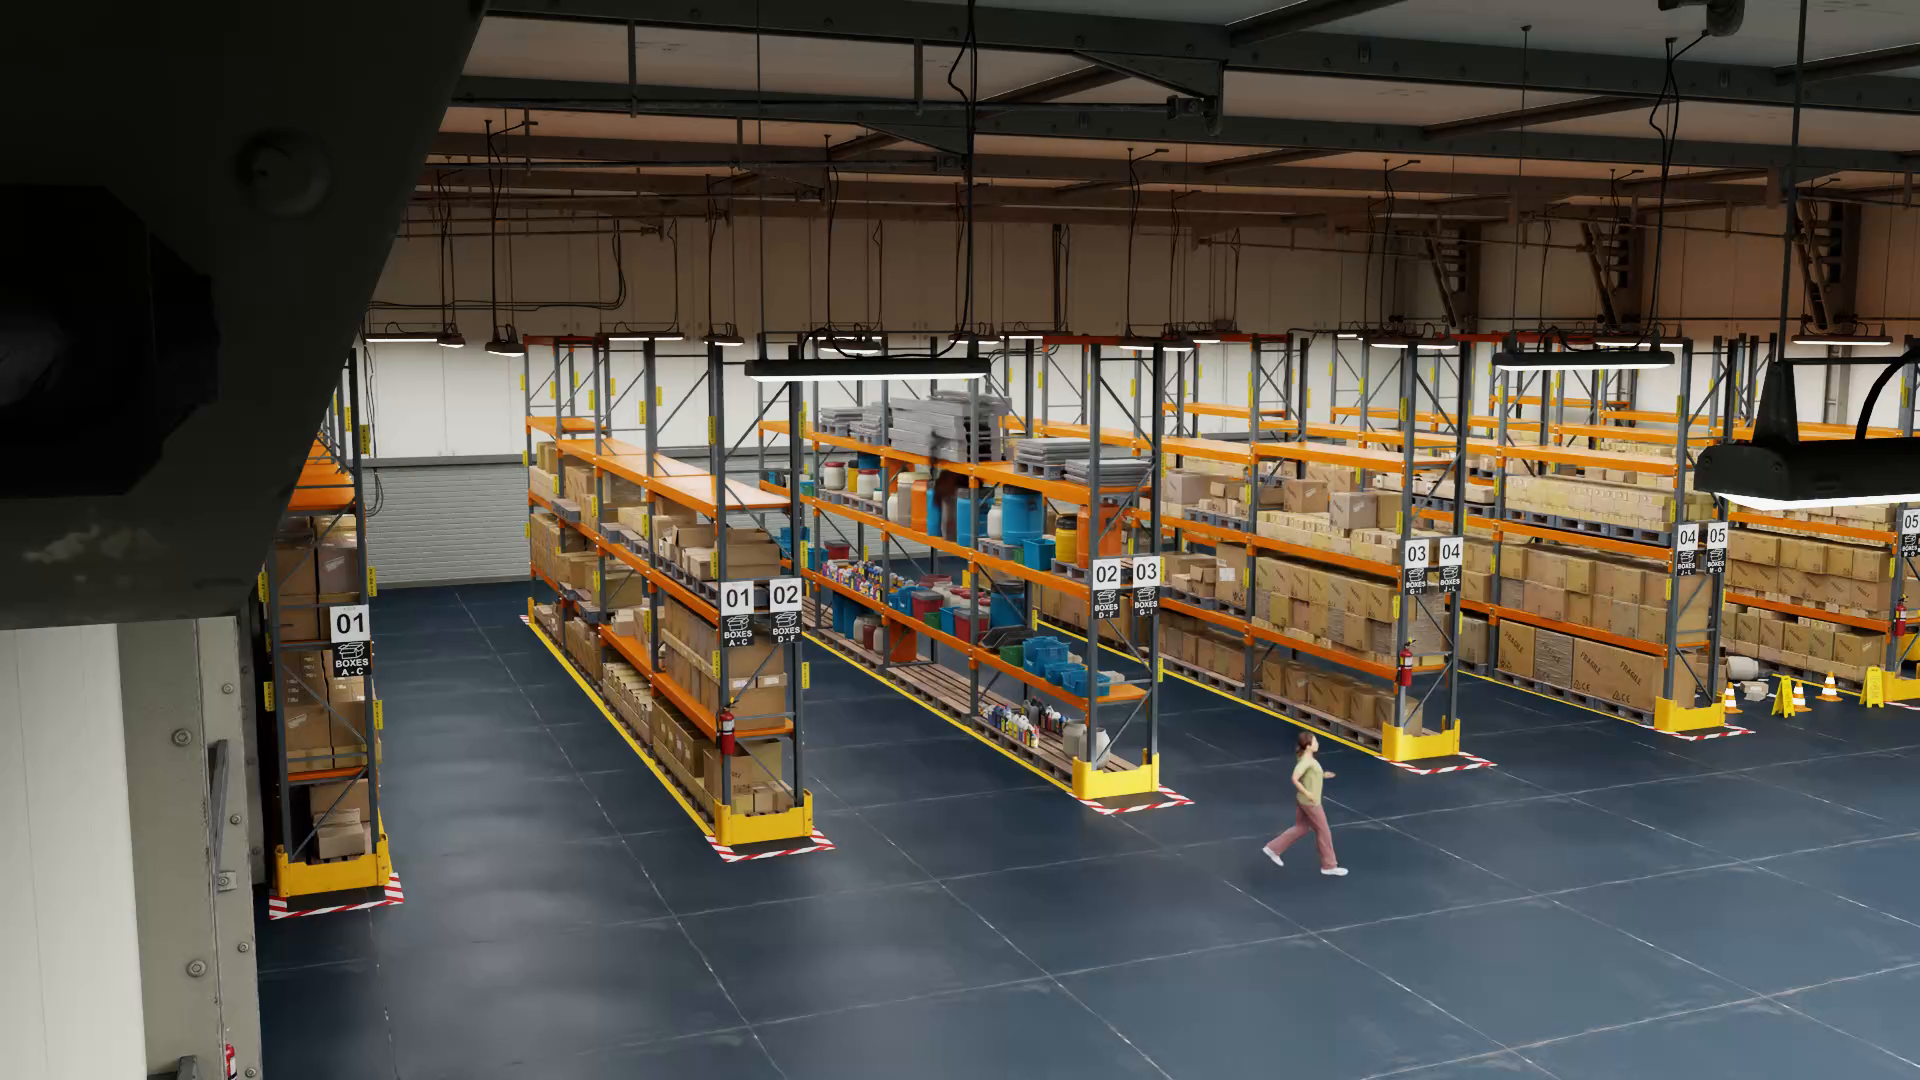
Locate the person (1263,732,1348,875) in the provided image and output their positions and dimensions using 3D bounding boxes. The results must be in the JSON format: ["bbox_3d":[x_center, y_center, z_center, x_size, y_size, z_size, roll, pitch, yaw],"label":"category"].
[{"bbox_3d":[3.968,2.978,18.894,0.918,1.637,0.580,0,8,1],"label":"person"}]

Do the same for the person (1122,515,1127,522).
[{"bbox_3d":[3.759,0.253,39.354,0.718,1.730,0.535,1,8,8],"label":"person"}]

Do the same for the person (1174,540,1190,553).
[{"bbox_3d":[5.665,-0.111,41.953,0.614,1.748,0.670,-2,8,-18],"label":"person"}]
